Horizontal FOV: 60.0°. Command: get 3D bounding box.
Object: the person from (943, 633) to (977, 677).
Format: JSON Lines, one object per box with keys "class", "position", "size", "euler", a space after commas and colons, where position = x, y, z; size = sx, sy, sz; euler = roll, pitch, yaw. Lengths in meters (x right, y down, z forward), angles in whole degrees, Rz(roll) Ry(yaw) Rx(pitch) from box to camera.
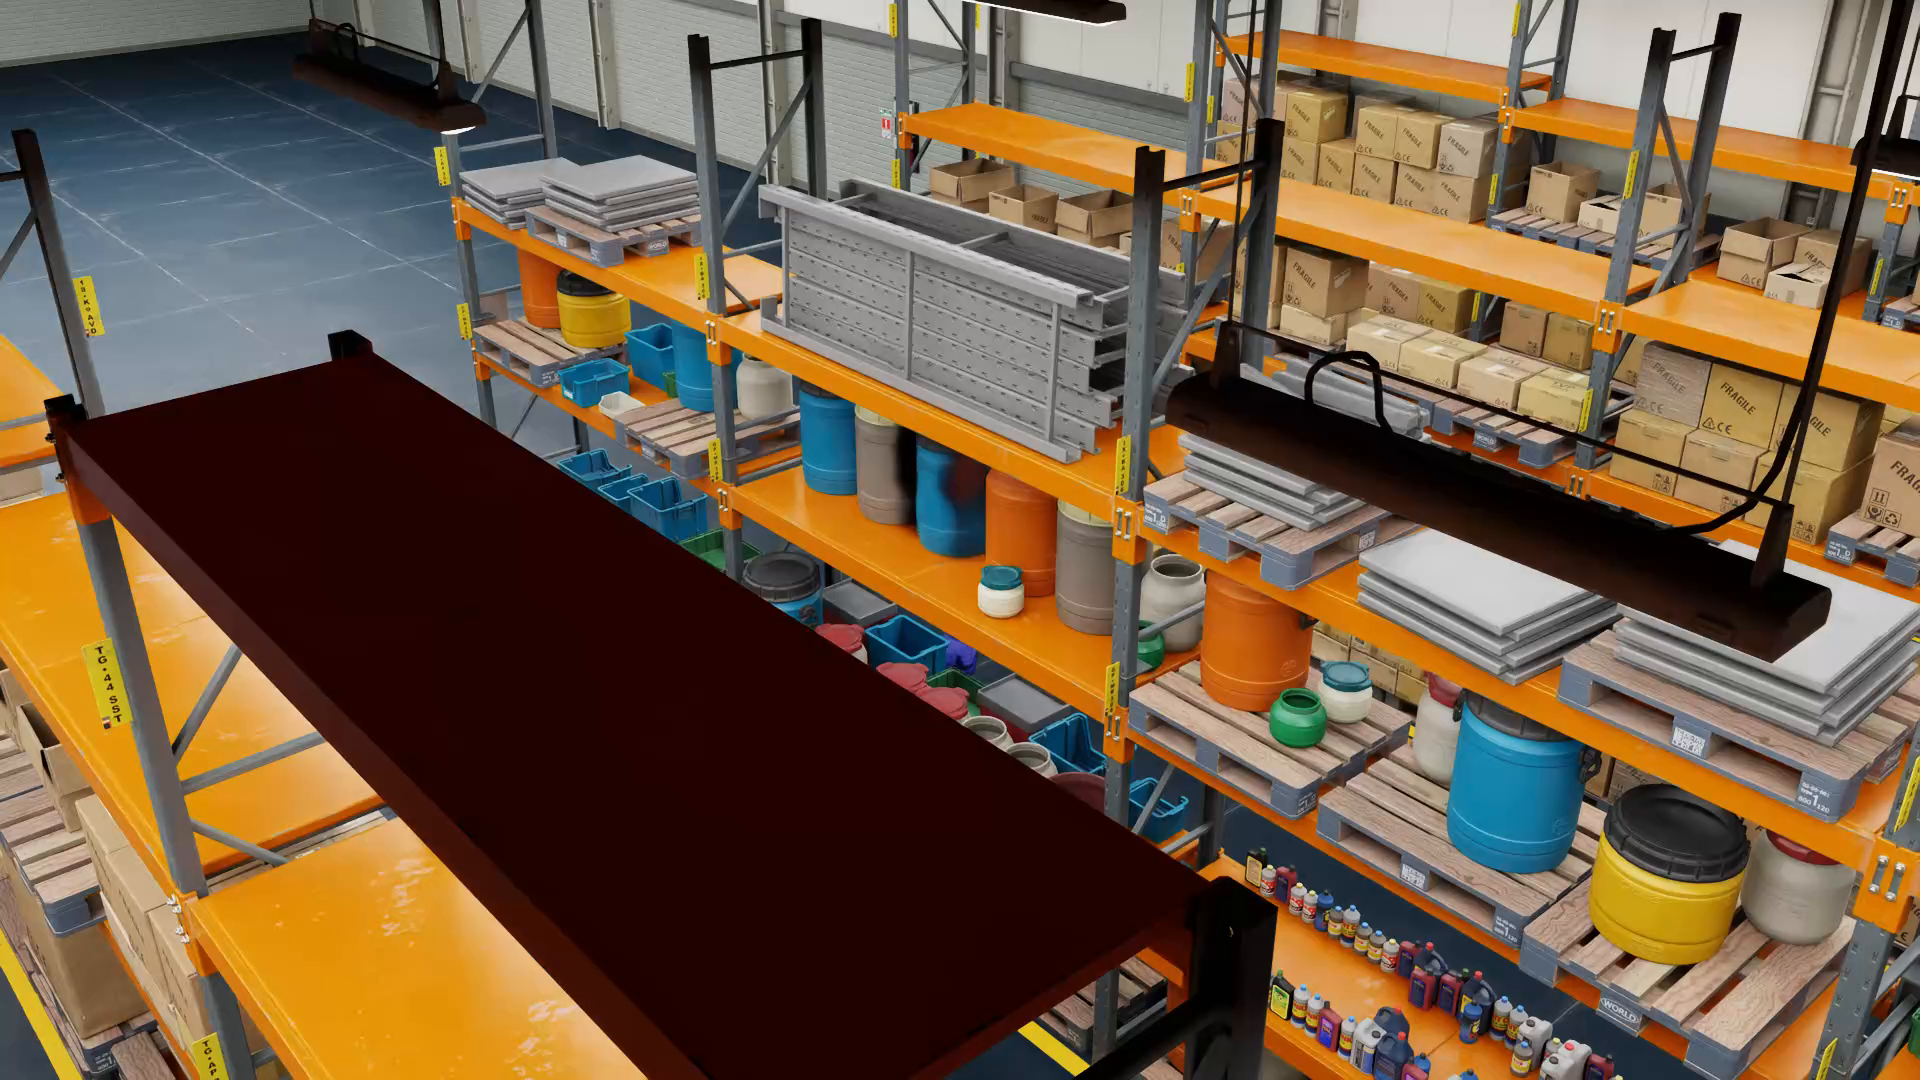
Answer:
{"class": "person", "position": [-0.048, 1.233, 13.300], "size": [0.373, 1.686, 0.542], "euler": [7, 28, 14]}
